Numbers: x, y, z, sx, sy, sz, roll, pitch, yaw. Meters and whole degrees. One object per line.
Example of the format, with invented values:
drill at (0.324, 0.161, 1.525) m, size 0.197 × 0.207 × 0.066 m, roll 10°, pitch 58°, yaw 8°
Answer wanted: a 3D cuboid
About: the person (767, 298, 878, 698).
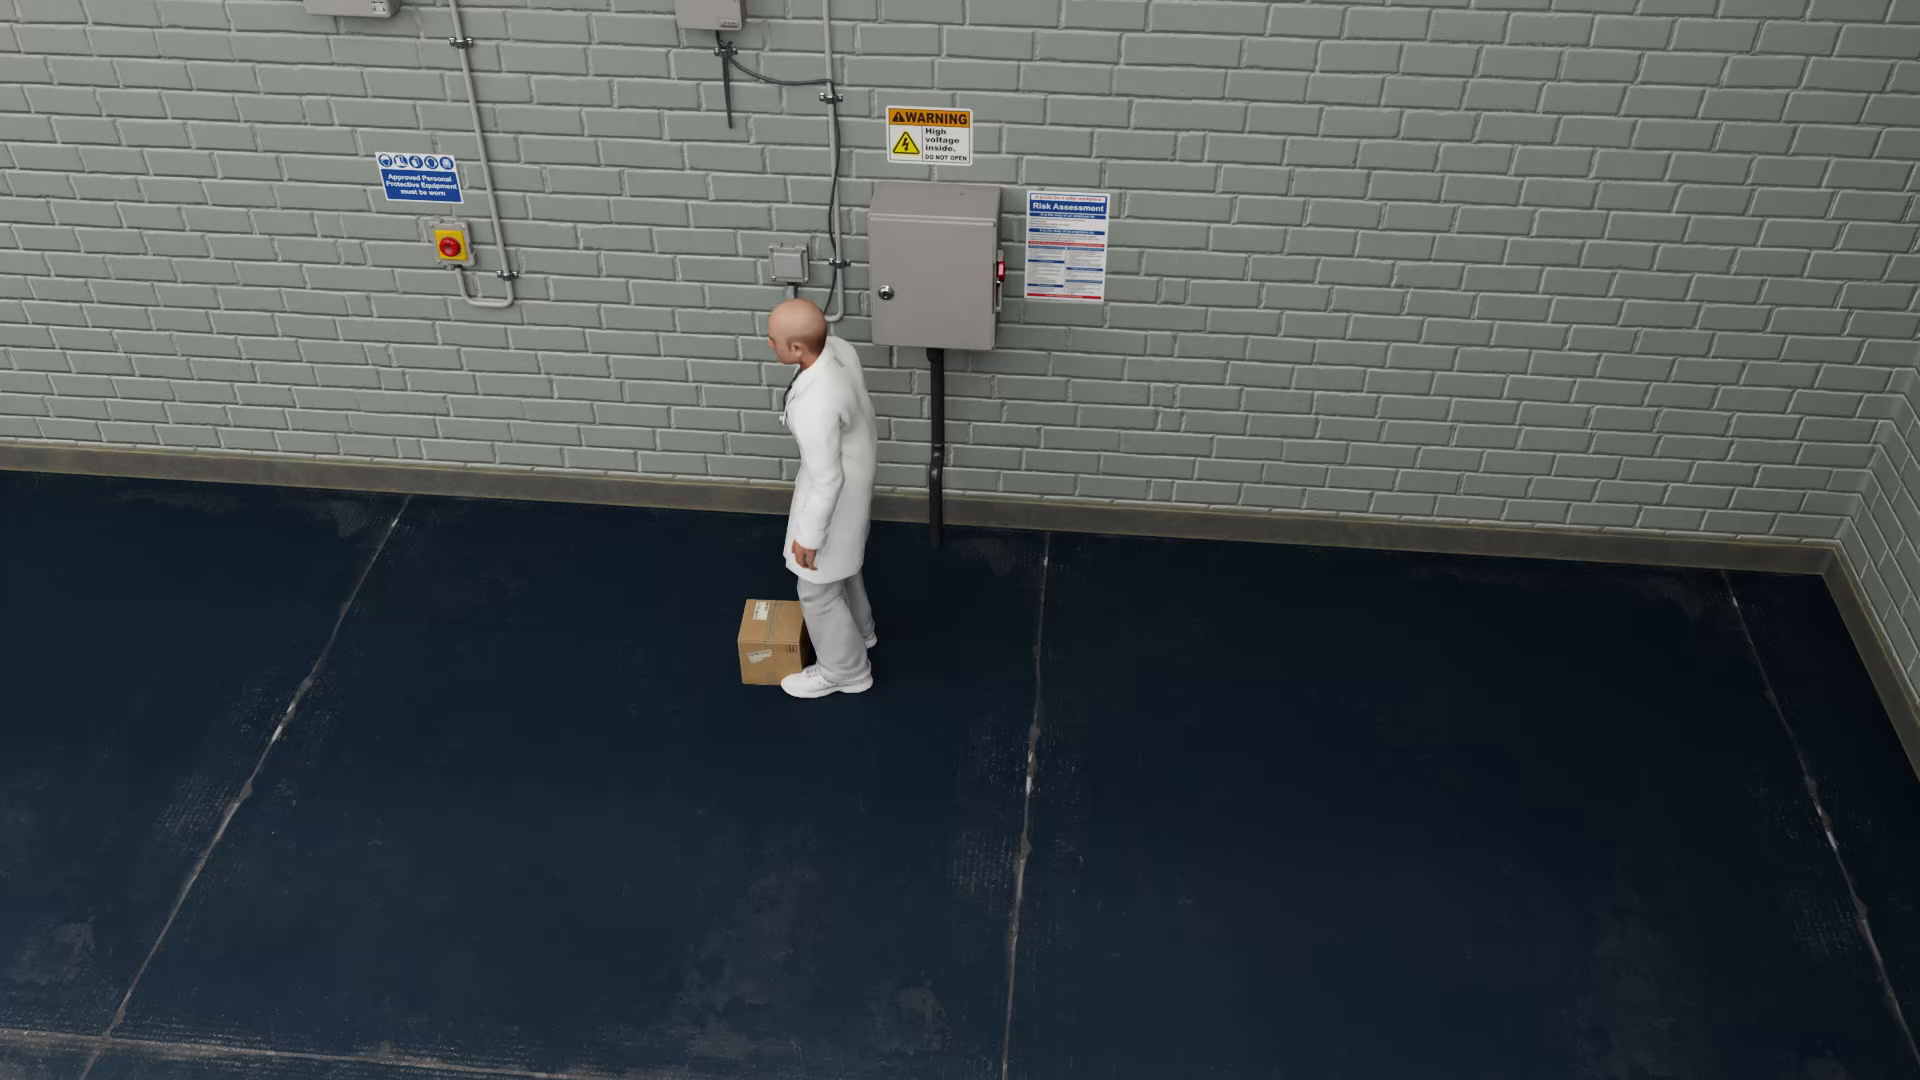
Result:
person at (-0.516, -0.155, 6.355) m, size 0.420 × 1.774 × 0.643 m, roll 3°, pitch 40°, yaw 4°
